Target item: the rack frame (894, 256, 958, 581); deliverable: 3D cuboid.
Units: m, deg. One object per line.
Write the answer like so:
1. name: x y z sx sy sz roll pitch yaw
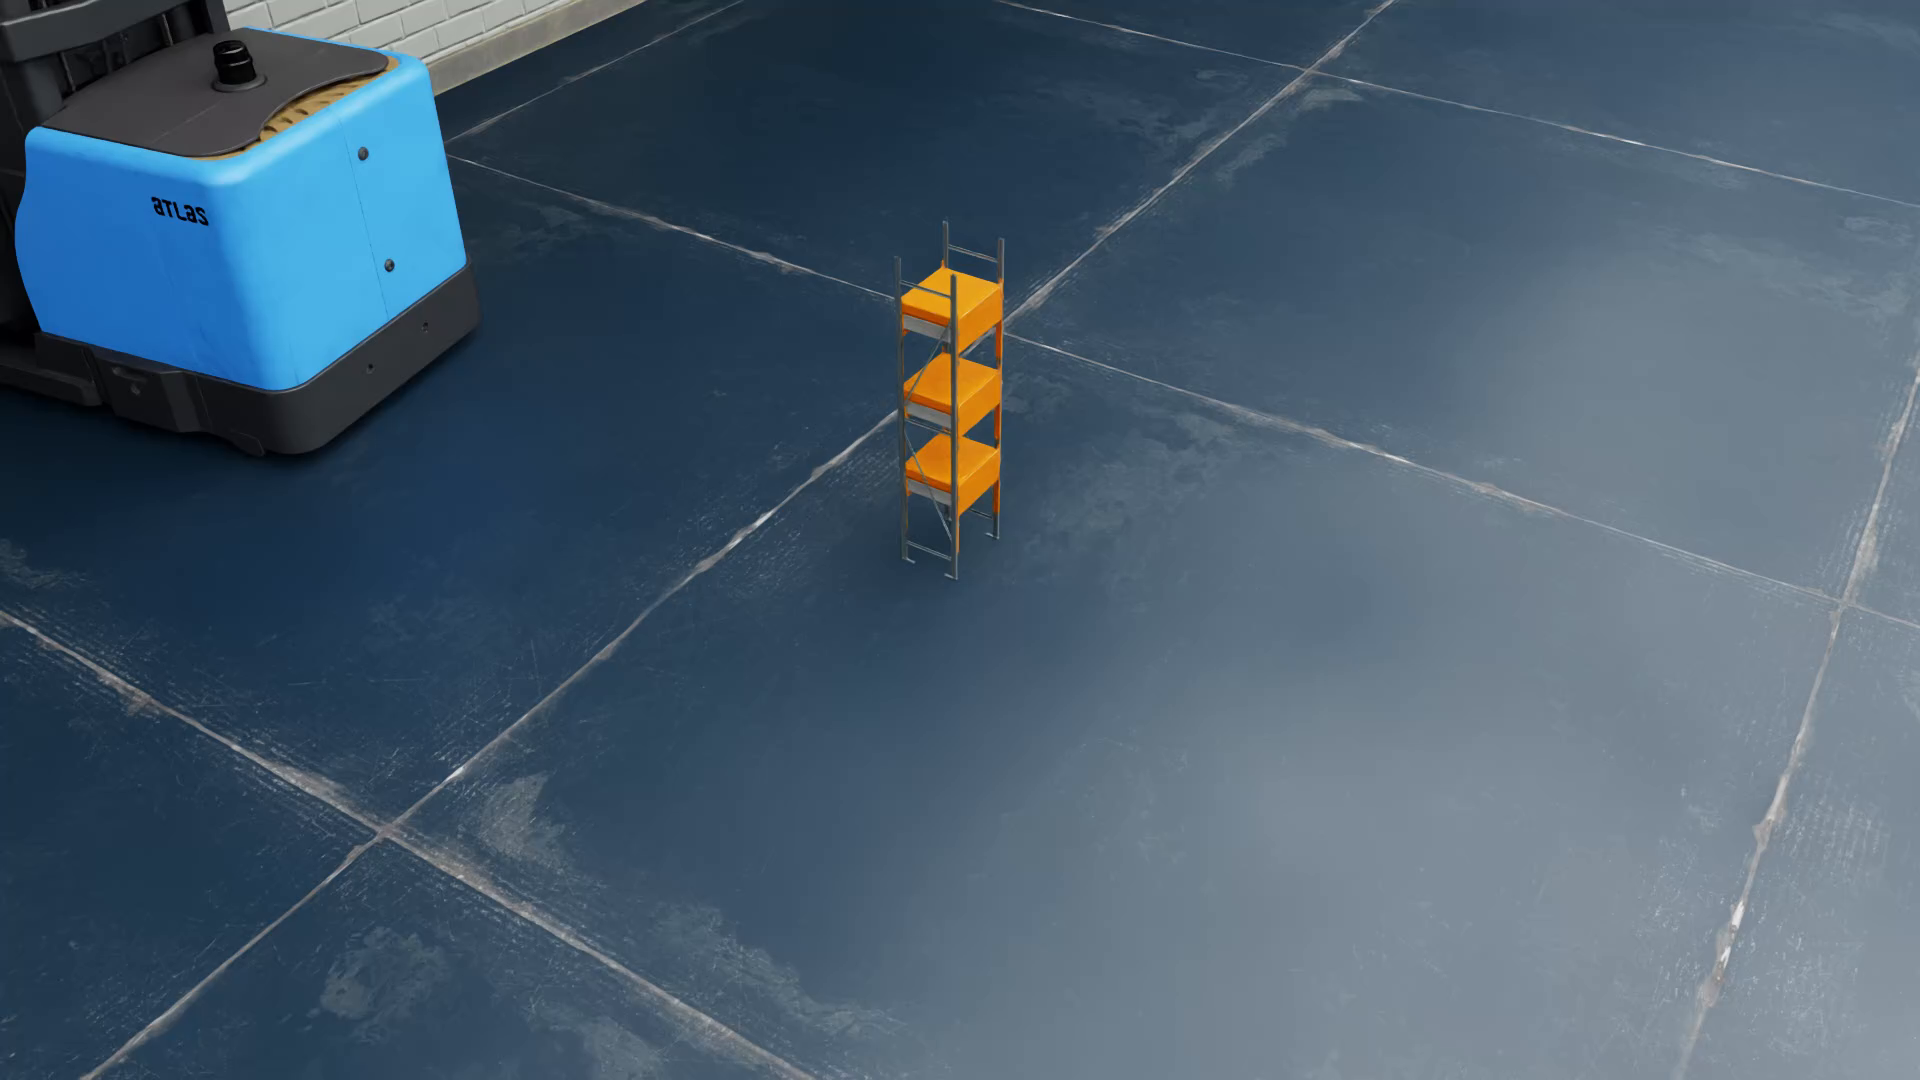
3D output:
1. rack frame: -0.094 -0.325 4.812 0.200 1.050 0.008 21 42 25

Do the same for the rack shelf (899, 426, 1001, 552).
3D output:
1. rack shelf: -0.029 -0.160 5.070 0.215 0.259 0.240 21 42 25

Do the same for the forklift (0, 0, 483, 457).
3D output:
1. forklift: -3.347 -2.020 5.470 3.031 2.935 1.130 14 40 18

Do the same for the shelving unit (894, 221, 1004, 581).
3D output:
1. shelving unit: -0.029 -0.388 4.894 0.215 1.050 0.252 21 42 25

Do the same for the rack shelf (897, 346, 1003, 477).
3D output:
1. rack shelf: -0.029 -0.380 4.900 0.215 0.259 0.240 21 42 25

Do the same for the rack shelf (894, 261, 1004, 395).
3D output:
1. rack shelf: -0.029 -0.605 4.727 0.215 0.259 0.240 21 42 25

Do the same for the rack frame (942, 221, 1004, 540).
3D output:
1. rack frame: 0.037 -0.451 4.975 0.200 1.050 0.008 21 42 25
